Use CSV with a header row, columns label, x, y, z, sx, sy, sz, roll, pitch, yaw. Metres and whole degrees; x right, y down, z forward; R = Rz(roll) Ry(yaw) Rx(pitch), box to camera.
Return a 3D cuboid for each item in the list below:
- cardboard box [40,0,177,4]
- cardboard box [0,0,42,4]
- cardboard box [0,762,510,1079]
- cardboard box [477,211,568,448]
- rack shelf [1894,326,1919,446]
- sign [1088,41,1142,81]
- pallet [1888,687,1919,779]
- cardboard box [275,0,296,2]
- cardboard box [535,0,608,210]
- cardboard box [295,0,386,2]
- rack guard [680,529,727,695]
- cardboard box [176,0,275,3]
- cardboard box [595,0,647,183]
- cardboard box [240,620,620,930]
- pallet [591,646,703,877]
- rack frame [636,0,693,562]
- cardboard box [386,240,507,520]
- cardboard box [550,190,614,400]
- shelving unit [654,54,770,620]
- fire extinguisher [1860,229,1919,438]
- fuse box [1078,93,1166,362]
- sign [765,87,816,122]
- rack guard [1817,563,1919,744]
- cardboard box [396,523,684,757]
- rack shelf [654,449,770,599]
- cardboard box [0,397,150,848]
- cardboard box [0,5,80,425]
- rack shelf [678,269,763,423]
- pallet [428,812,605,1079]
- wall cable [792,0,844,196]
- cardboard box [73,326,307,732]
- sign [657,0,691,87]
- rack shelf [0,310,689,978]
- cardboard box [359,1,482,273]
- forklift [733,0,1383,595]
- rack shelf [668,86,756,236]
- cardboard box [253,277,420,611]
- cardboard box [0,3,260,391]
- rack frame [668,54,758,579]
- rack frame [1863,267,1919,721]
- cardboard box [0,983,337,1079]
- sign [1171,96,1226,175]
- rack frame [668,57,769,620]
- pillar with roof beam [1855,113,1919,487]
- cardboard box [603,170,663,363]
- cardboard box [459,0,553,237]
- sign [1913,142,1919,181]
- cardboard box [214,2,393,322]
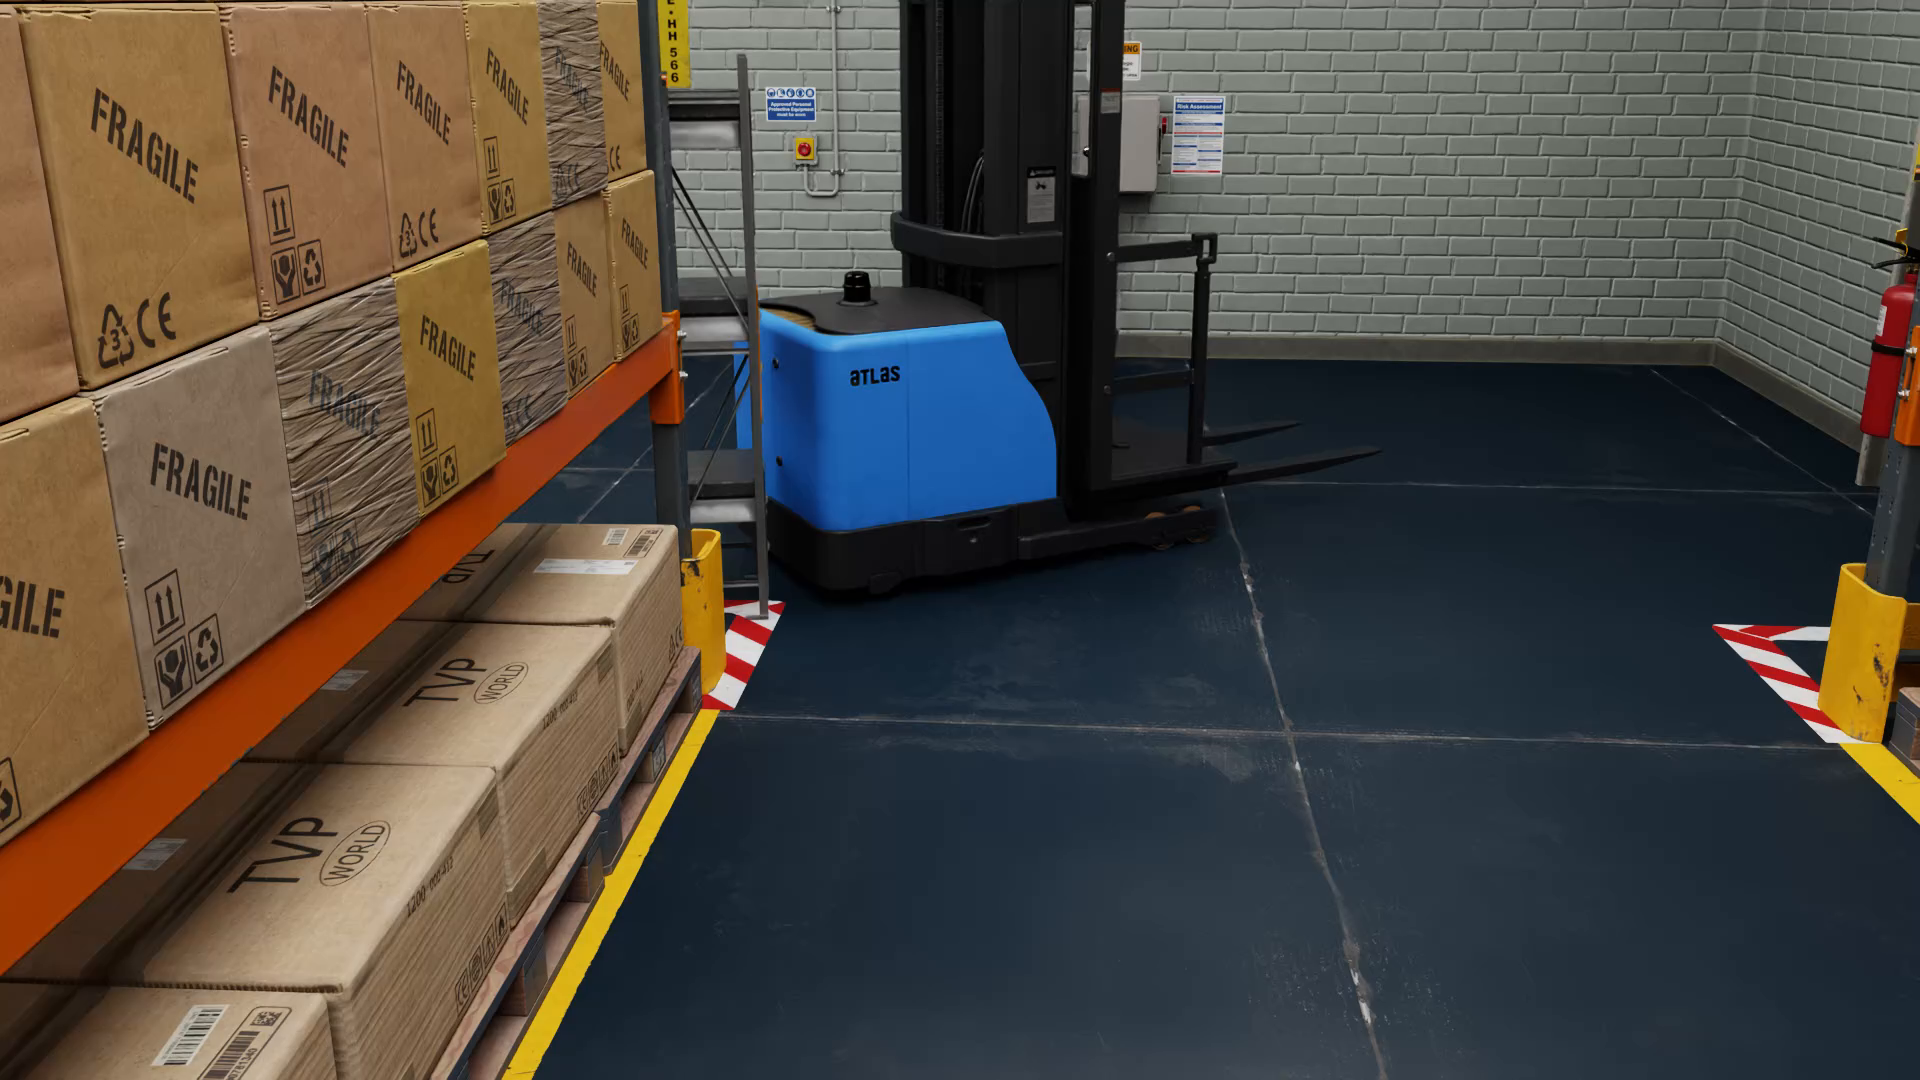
label,x,y,z,sx,sy,sz,roll,pitch,yaw
cardboard box,-1.387,-0.857,2.413,0.380,0.149,0.250,1,18,4
cardboard box,-1.466,-0.781,2.182,0.380,0.149,0.250,1,18,3
cardboard box,-1.511,0.850,3.453,0.875,0.438,0.875,1,18,2
cardboard box,-1.288,-0.516,4.021,0.500,0.500,0.500,2,18,6
rack shelf,3.368,0.133,3.356,1.077,0.370,4.000,1,18,4
sign,0.986,-3.058,10.611,0.339,0.242,0.001,1,18,4
pallet,3.450,0.766,4.746,1.003,0.211,1.213,1,18,4
cardboard box,-1.403,-1.019,2.906,0.380,0.149,0.250,1,18,4
cardboard box,-1.245,-1.145,4.333,0.500,0.500,0.500,1,18,4
cardboard box,-1.317,-1.093,3.135,0.380,0.149,0.250,1,18,4
rack guard,-1.438,0.240,5.886,1.175,0.500,0.348,1,18,4
cardboard box,-1.339,-0.939,2.663,0.380,0.149,0.250,1,18,2
cardboard box,-1.237,-1.308,4.830,0.500,0.500,0.500,2,18,6
cardboard box,-1.444,0.570,4.308,0.875,0.438,0.875,2,18,5
pallet,-1.419,0.635,5.145,1.003,0.211,1.213,1,18,4
rack frame,-1.439,-0.940,5.474,1.000,3.000,0.127,1,18,4
cardboard box,-1.312,-0.356,3.530,0.500,0.500,0.500,2,18,6
cardboard box,-1.261,-0.676,4.509,0.500,0.500,0.500,1,18,3
shelving unit,-0.977,-0.762,6.370,0.431,2.100,0.503,-2,18,-7
fire extinguisher,3.061,-0.672,5.381,0.296,0.674,0.183,1,18,4
fuse box,1.026,-1.987,10.740,0.539,1.711,0.414,1,18,4
sign,-1.102,-2.840,10.840,0.327,0.218,0.001,1,18,4
rack guard,3.506,0.381,5.457,1.175,0.500,0.348,1,18,4
cardboard box,-1.387,0.285,5.176,0.875,0.438,0.875,1,18,2
rack shelf,-0.977,-0.082,6.587,0.431,0.518,0.480,-2,18,-7
cardboard box,-1.431,0.115,2.094,0.500,0.500,0.500,2,18,6
cardboard box,-1.450,-0.363,1.947,0.500,0.500,0.500,1,18,4
rack shelf,-0.977,-0.749,6.374,0.431,0.518,0.480,-2,18,-7
pallet,-1.509,1.013,3.992,1.003,0.211,1.213,1,18,4
wall cable,-1.059,-3.189,10.658,0.585,1.953,0.123,1,18,4
cardboard box,-1.391,-0.041,2.571,0.500,0.500,0.500,1,18,4
sign,-0.899,-1.586,5.207,0.100,0.325,0.005,1,18,4
rack shelf,-1.583,0.023,3.691,1.077,0.370,4.000,1,18,4
cardboard box,-1.321,-0.835,3.388,0.500,0.500,0.500,1,18,4
forklift,0.558,-1.483,7.240,3.031,2.935,1.130,-10,20,-27
rack shelf,-0.978,-1.416,6.161,0.431,0.518,0.480,-2,18,-7
cardboard box,-1.349,-0.196,3.042,0.500,0.500,0.500,1,18,4
cardboard box,-1.408,-0.520,2.425,0.500,0.500,0.500,1,18,3
rack frame,-1.010,-0.836,6.600,0.400,2.100,0.015,-2,18,-7
rack frame,3.512,-0.830,5.140,1.000,3.000,0.127,1,18,4
cardboard box,-1.574,1.128,2.604,0.875,0.438,0.875,1,18,3
sign,1.534,-2.608,10.717,0.329,0.494,0.001,1,18,4
rack frame,-0.945,-0.689,6.139,0.400,2.100,0.015,-2,18,-7
pillar with roof beam,0.310,-4.595,6.993,9.100,9.000,0.400,1,18,4
cardboard box,-1.210,-0.832,4.984,0.500,0.500,0.500,1,18,4
cardboard box,-1.283,-0.991,3.864,0.500,0.500,0.500,1,18,4
sign,2.970,-1.254,5.042,0.100,0.325,0.005,1,18,4
cardboard box,-1.360,-0.678,2.910,0.500,0.500,0.500,2,18,5
